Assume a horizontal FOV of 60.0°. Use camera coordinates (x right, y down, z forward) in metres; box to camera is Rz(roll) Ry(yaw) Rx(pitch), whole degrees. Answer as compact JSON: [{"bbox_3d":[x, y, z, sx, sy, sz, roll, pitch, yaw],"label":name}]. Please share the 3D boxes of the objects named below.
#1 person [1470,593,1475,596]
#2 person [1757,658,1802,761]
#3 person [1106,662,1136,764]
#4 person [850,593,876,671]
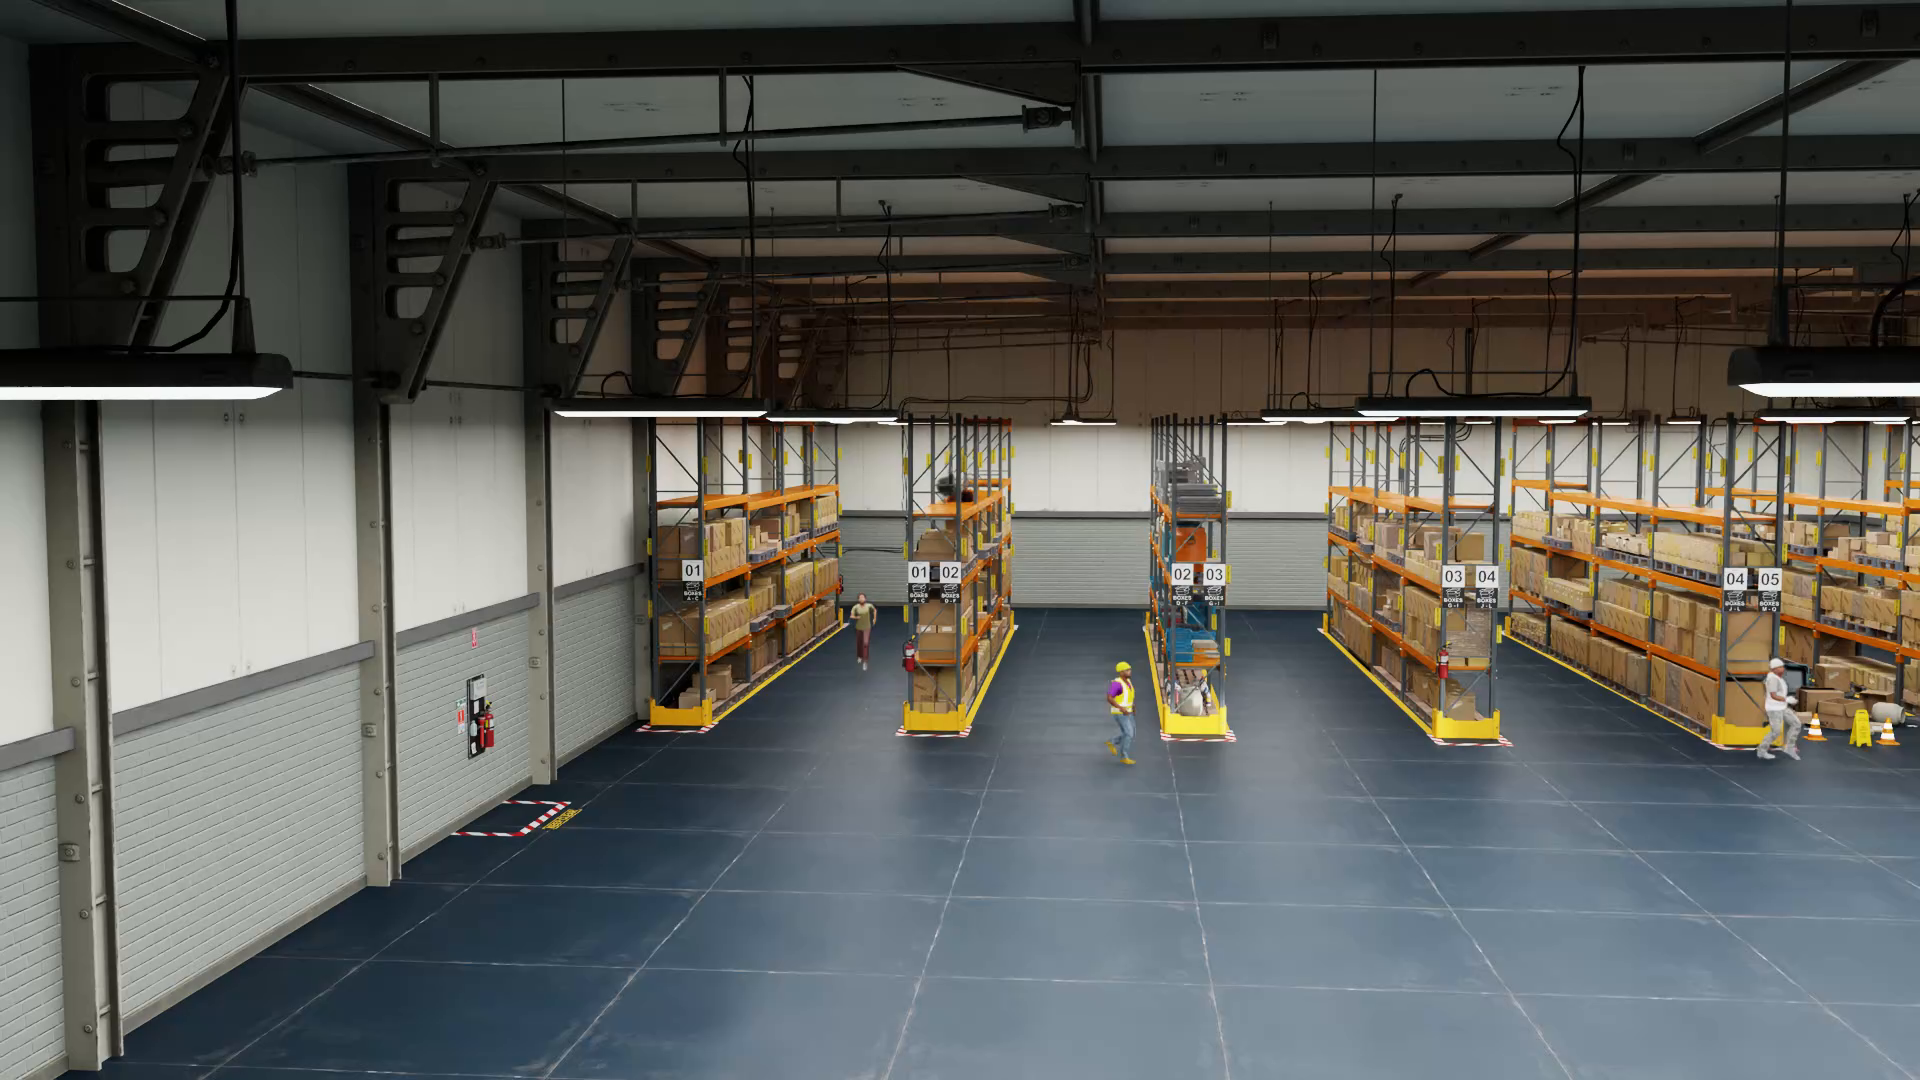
[{"bbox_3d":[13.884,1.782,45.562,0.820,1.782,0.963,1,4,17],"label":"person"},{"bbox_3d":[14.070,2.908,28.546,0.669,1.755,0.675,3,5,36],"label":"person"},{"bbox_3d":[2.729,2.946,28.436,0.609,1.734,0.718,2,4,30],"label":"person"},{"bbox_3d":[-2.223,2.082,38.241,0.581,1.749,0.843,0,4,0],"label":"person"}]
